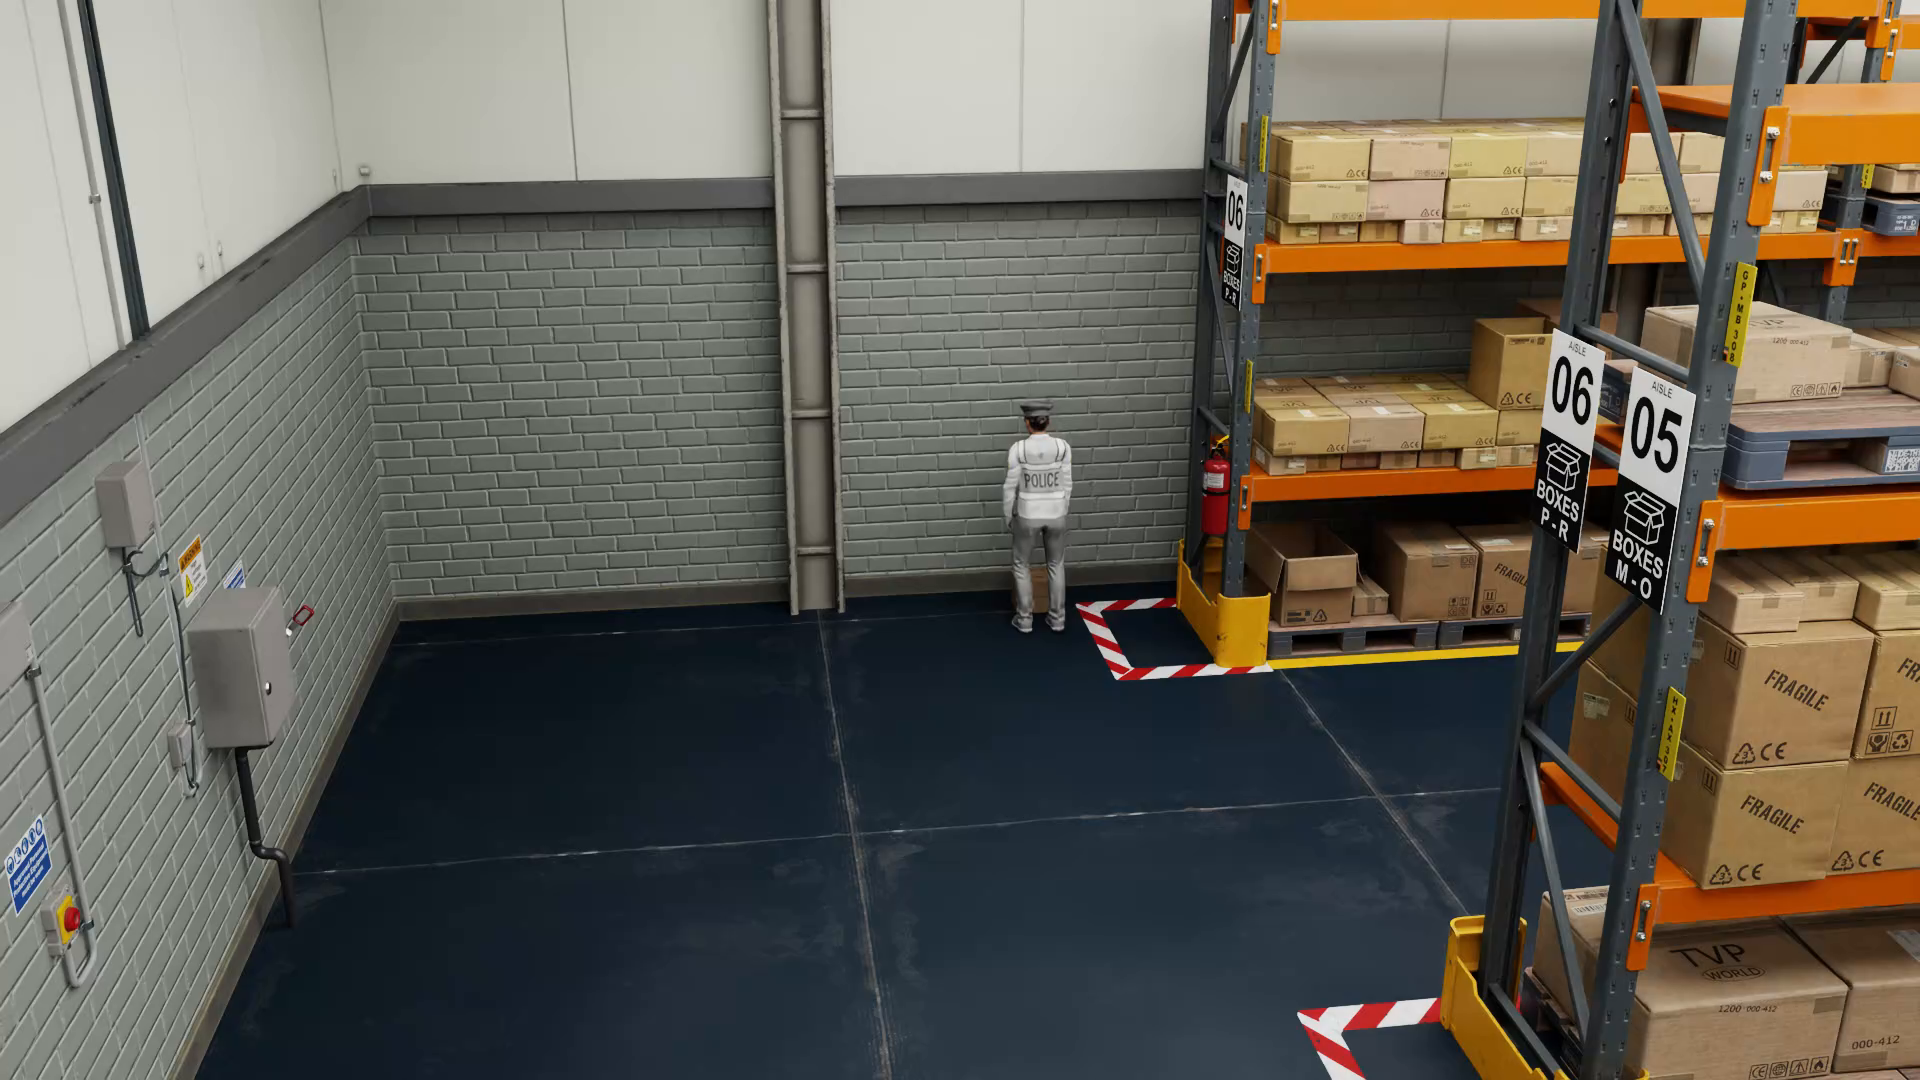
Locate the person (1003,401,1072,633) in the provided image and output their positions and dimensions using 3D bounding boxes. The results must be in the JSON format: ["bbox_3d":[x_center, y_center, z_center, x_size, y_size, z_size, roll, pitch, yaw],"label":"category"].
[{"bbox_3d":[0.531,-0.153,11.529,0.485,1.653,0.381,-2,20,-7],"label":"person"}]
